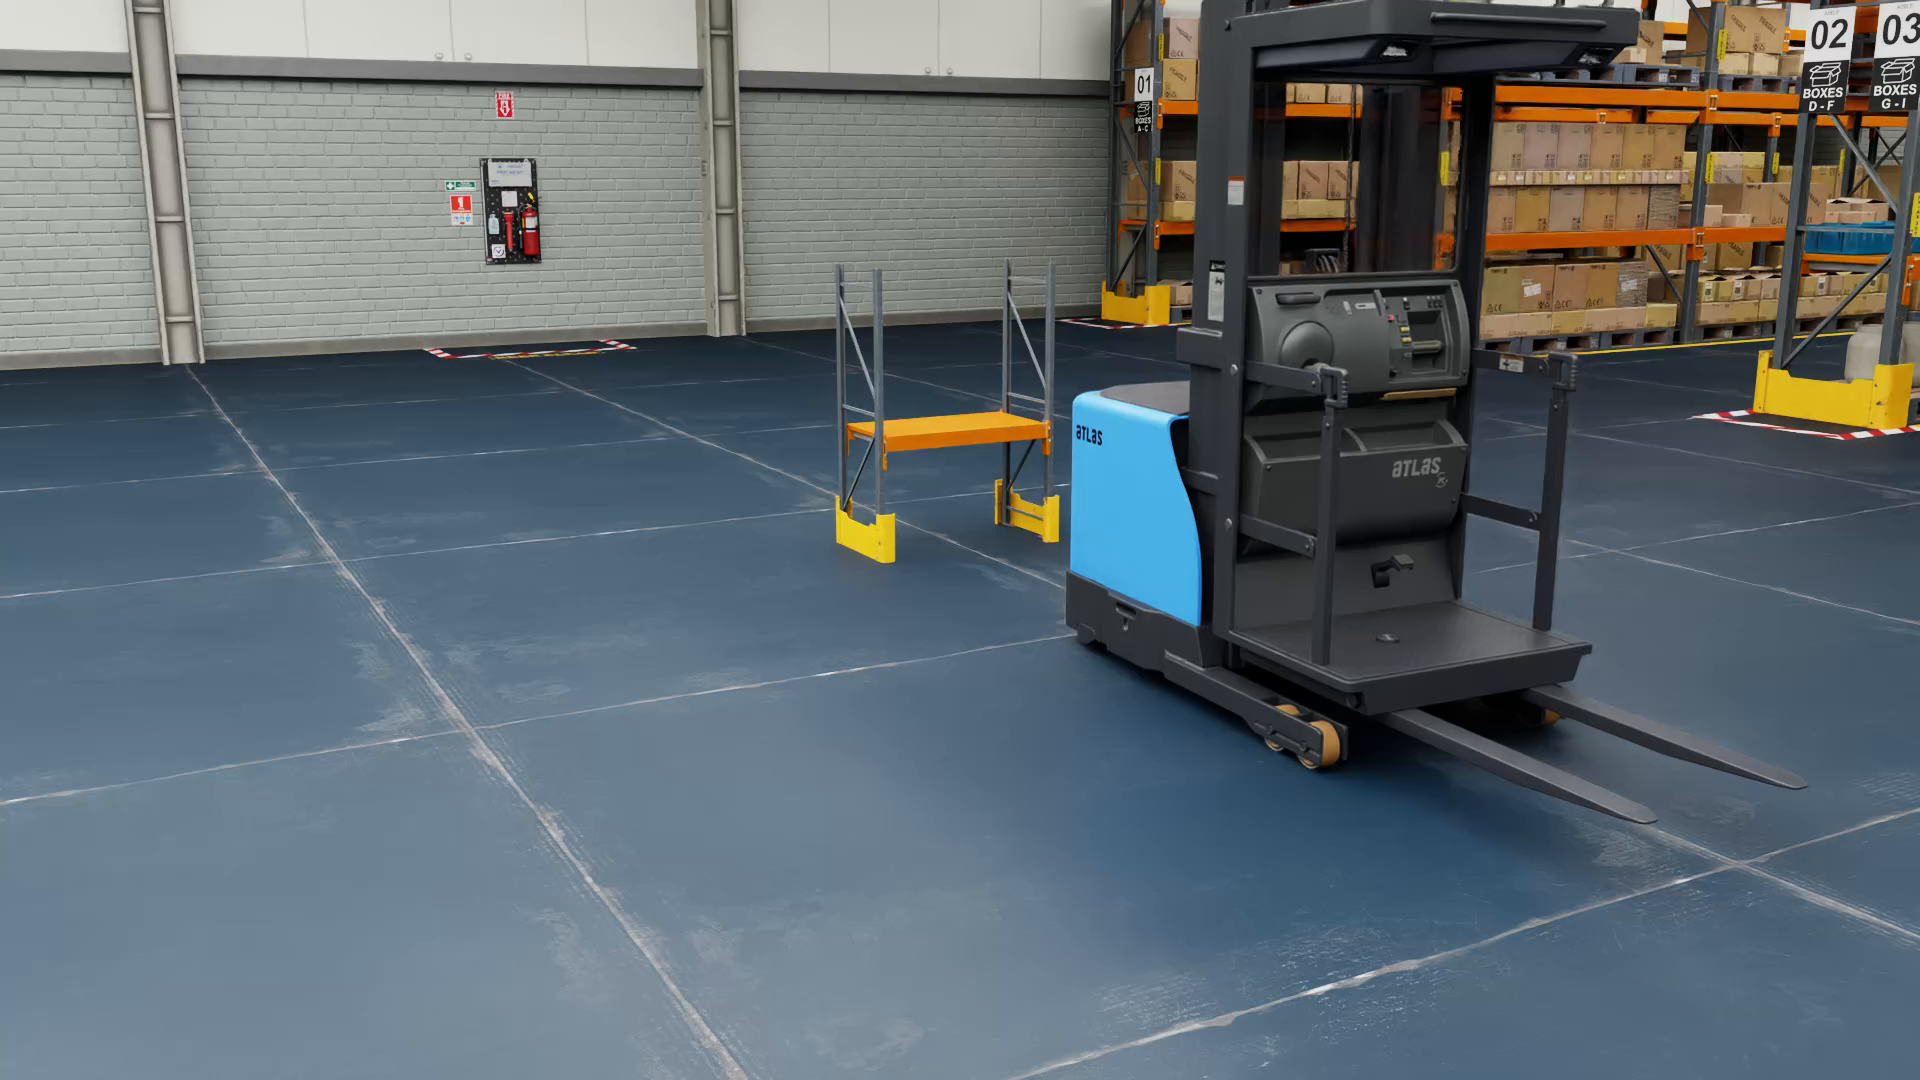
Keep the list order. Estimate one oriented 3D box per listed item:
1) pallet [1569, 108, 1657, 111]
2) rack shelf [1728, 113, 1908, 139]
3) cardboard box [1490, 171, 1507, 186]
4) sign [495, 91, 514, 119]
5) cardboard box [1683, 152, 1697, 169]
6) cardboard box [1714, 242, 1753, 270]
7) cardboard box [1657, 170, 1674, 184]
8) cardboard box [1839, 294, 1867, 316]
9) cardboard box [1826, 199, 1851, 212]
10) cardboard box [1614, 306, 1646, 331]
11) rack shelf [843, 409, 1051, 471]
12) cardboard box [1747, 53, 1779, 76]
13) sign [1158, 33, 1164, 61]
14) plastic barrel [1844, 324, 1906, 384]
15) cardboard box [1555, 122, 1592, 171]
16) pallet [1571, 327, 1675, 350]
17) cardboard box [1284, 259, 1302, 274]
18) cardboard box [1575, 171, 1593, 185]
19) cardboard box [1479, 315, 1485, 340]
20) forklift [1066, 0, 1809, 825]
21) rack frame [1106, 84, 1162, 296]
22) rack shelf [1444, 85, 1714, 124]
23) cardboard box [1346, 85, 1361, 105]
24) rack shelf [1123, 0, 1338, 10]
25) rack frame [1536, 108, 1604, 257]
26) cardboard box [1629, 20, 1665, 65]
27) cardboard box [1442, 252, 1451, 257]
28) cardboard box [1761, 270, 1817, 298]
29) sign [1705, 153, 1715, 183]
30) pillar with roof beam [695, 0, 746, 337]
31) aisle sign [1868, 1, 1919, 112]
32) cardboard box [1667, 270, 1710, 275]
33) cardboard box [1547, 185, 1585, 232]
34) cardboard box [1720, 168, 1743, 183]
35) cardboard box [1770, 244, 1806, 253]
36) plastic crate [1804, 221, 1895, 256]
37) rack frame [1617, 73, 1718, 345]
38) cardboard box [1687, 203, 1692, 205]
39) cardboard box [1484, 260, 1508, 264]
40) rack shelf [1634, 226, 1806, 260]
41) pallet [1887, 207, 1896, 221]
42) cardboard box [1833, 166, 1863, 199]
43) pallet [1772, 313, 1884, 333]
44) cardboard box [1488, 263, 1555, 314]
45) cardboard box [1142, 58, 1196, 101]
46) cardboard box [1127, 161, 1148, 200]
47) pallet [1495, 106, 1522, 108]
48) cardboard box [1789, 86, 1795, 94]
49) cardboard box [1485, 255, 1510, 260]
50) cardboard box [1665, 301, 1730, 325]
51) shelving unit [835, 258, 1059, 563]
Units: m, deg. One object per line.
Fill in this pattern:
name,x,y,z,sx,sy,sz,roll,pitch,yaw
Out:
pallet,9.798,-6.629,25.331,1.003,0.211,1.213,-6,14,-25
rack shelf,14.524,-6.923,27.848,4.000,0.370,1.077,-7,14,-28
cardboard box,5.511,-3.803,17.472,0.250,0.149,0.380,-7,14,-28
sign,-5.072,-4.844,18.522,0.199,0.298,0.001,-7,14,-28
cardboard box,11.134,-5.912,25.890,0.500,0.250,0.500,-7,15,-29
cardboard box,12.261,-4.663,26.938,0.750,0.750,0.750,-7,14,-27
cardboard box,7.770,-4.074,18.677,0.250,0.149,0.380,-7,15,-29
cardboard box,10.839,-2.932,20.610,0.500,0.250,0.500,-7,14,-29
cardboard box,10.757,-4.125,20.811,0.500,0.311,0.500,-7,14,-29
cardboard box,7.378,-2.527,18.810,0.500,0.250,0.500,-7,14,-28
rack shelf,-0.075,-0.547,8.944,1.000,0.185,0.538,-7,14,-28
cardboard box,9.150,-5.521,19.364,0.500,0.250,0.500,-8,15,-33
sign,2.496,-6.123,20.664,0.005,0.325,0.100,-7,14,-28
plastic barrel,7.524,-1.504,13.671,0.421,0.512,0.421,0,13,0
cardboard box,6.416,-4.280,18.113,0.500,0.500,0.700,-7,14,-28
pallet,7.406,-2.369,19.154,1.213,0.211,1.003,-7,14,-28
cardboard box,4.855,-3.637,23.131,0.500,0.500,0.500,-8,15,-32
cardboard box,6.641,-3.938,18.072,0.250,0.149,0.380,-6,14,-26
cardboard box,5.190,-2.261,17.630,0.500,0.250,0.500,-7,14,-28
forklift,1.546,-0.760,5.809,1.130,2.935,3.031,-6,14,-25
rack frame,2.236,-4.338,21.554,0.127,3.000,1.000,-7,14,-28
rack shelf,6.368,-4.707,17.998,4.000,0.370,1.077,-7,14,-28
cardboard box,5.420,-6.180,22.632,0.500,0.500,0.500,-6,14,-26
rack shelf,3.992,-7.123,21.910,4.000,0.370,1.077,-7,14,-28
rack frame,9.258,-5.180,25.294,0.127,3.000,1.000,-7,14,-28
cardboard box,7.555,-5.588,18.772,0.500,0.500,0.500,-6,14,-23
cardboard box,6.770,-4.248,24.135,0.500,0.250,0.500,-7,15,-29
cardboard box,9.955,-3.099,20.077,0.500,0.311,0.500,-6,14,-26
sign,8.391,-4.159,18.605,0.005,0.325,0.100,-7,14,-28
pillar with roof beam,-0.768,-6.045,15.472,0.400,9.000,9.100,-7,14,-28
aisle sign,7.060,-3.633,12.500,0.004,0.787,0.394,-7,14,-28
cardboard box,8.796,-3.096,20.061,0.500,0.311,0.500,-6,14,-26
cardboard box,6.386,-3.643,18.236,0.500,0.500,0.700,-6,14,-26
cardboard box,12.042,-5.652,26.439,0.500,0.500,0.500,-7,14,-27
cardboard box,13.917,-4.697,27.886,0.500,0.500,0.700,-7,14,-28
plastic crate,7.279,-2.467,13.577,0.616,0.251,0.499,-7,14,-28
rack frame,8.124,-3.805,19.184,0.127,3.000,1.000,-7,14,-28
cardboard box,8.808,-3.867,19.767,0.258,0.266,0.396,-7,15,-29
cardboard box,5.812,-2.835,18.473,0.500,0.500,0.500,-7,14,-28
rack shelf,9.879,-3.664,20.197,4.000,0.370,1.077,-7,14,-28
pallet,12.196,-4.217,21.451,1.003,0.211,1.213,-7,14,-28
cardboard box,14.530,-5.955,28.055,0.700,0.700,0.980,-8,15,-31
pallet,10.894,-2.786,21.008,1.213,0.211,1.003,-7,14,-28
cardboard box,6.061,-2.735,18.028,0.500,0.500,0.500,-7,14,-28
cardboard box,2.649,-5.847,21.154,0.500,0.500,0.500,-6,14,-26
cardboard box,2.548,-4.731,21.888,0.500,0.500,0.500,-7,14,-28
pallet,7.249,-6.285,23.800,1.003,0.211,1.213,-7,14,-28
cardboard box,13.502,-7.266,26.891,0.500,0.250,0.500,-7,14,-28
cardboard box,7.721,-4.000,24.741,0.500,0.500,0.700,-7,14,-28
cardboard box,8.597,-2.663,19.416,0.500,0.250,0.500,-7,15,-29
shelving unit,-0.067,-0.724,8.909,1.083,1.500,0.587,-7,14,-28
